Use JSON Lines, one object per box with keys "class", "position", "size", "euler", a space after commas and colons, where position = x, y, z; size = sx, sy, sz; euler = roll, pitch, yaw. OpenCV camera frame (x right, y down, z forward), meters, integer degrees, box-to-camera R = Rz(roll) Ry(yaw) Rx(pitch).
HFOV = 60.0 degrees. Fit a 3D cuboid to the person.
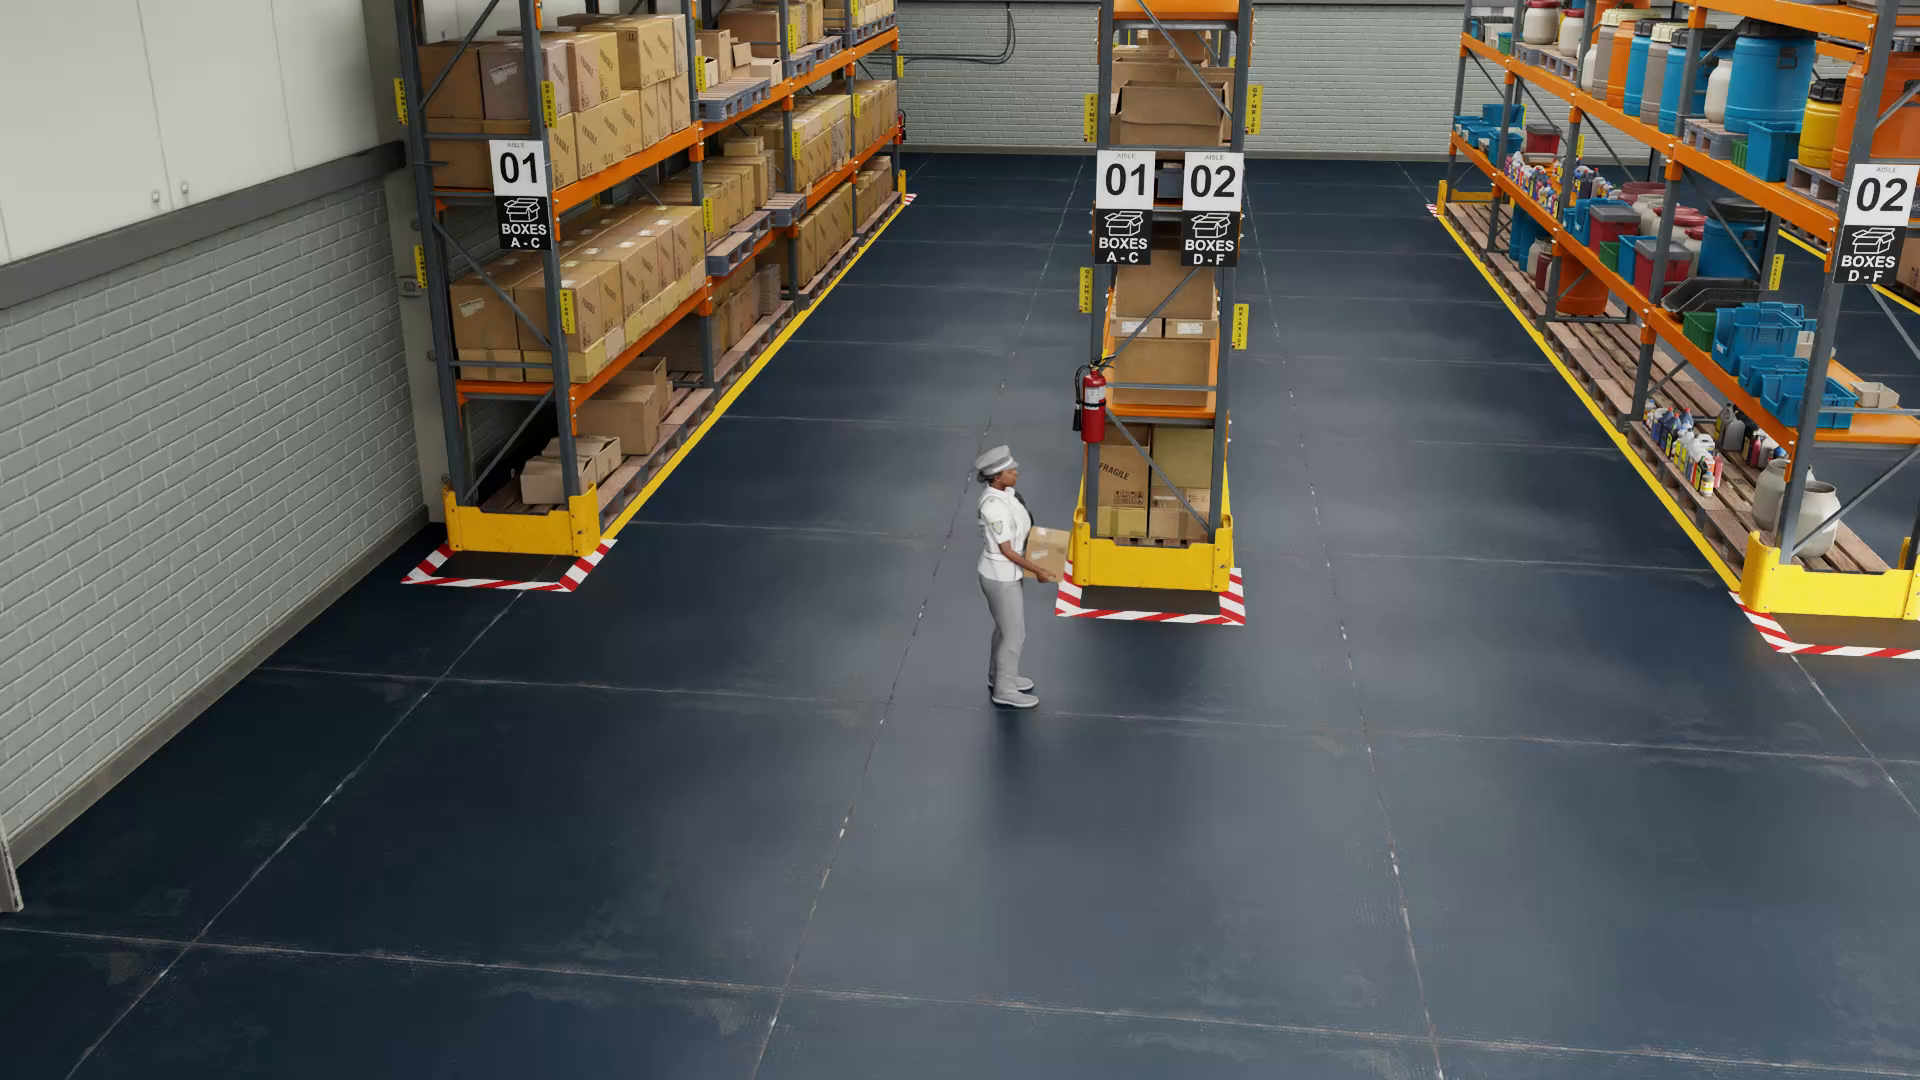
{"class": "person", "position": [0.354, 0.225, 10.479], "size": [0.539, 1.682, 0.450], "euler": [3, 21, 7]}
